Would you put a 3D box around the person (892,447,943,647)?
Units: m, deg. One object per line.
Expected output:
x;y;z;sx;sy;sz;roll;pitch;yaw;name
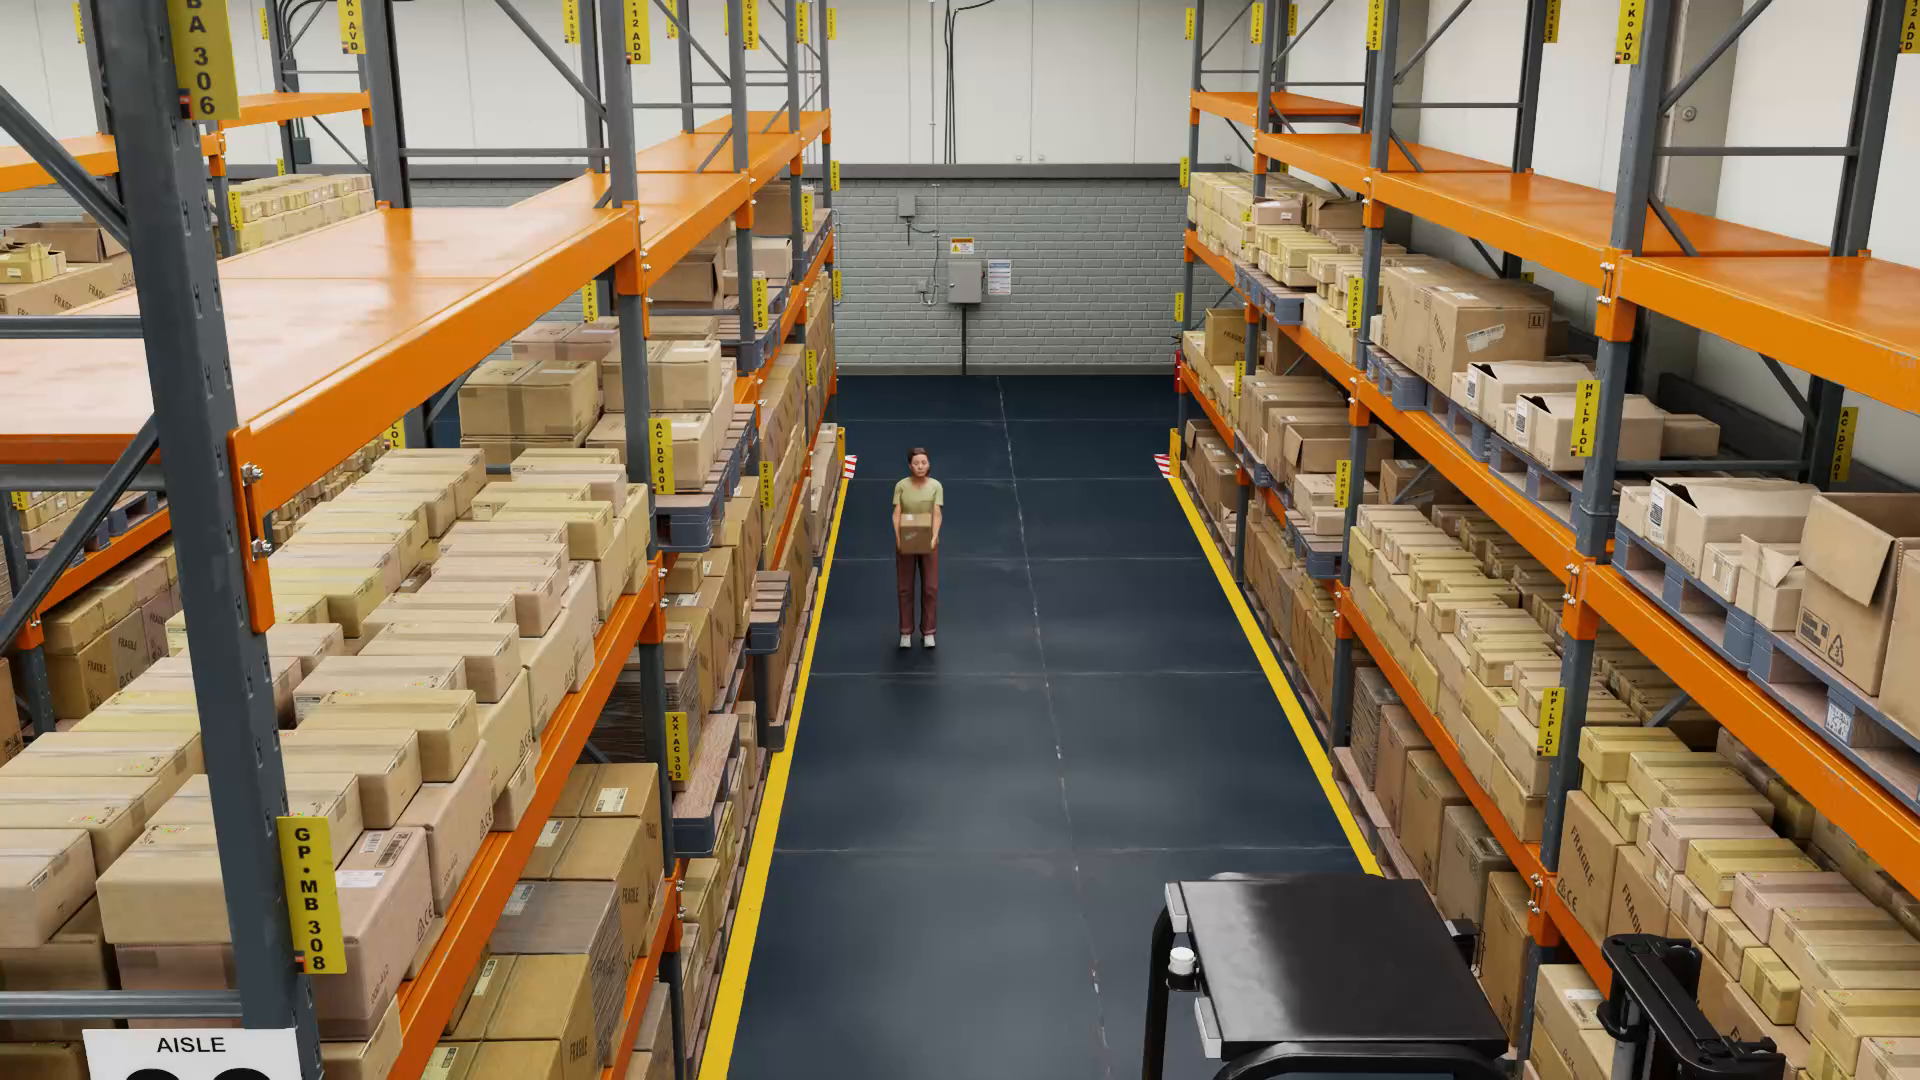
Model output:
-0.351;0.073;13.844;0.425;1.657;0.561;0;17;0;person
